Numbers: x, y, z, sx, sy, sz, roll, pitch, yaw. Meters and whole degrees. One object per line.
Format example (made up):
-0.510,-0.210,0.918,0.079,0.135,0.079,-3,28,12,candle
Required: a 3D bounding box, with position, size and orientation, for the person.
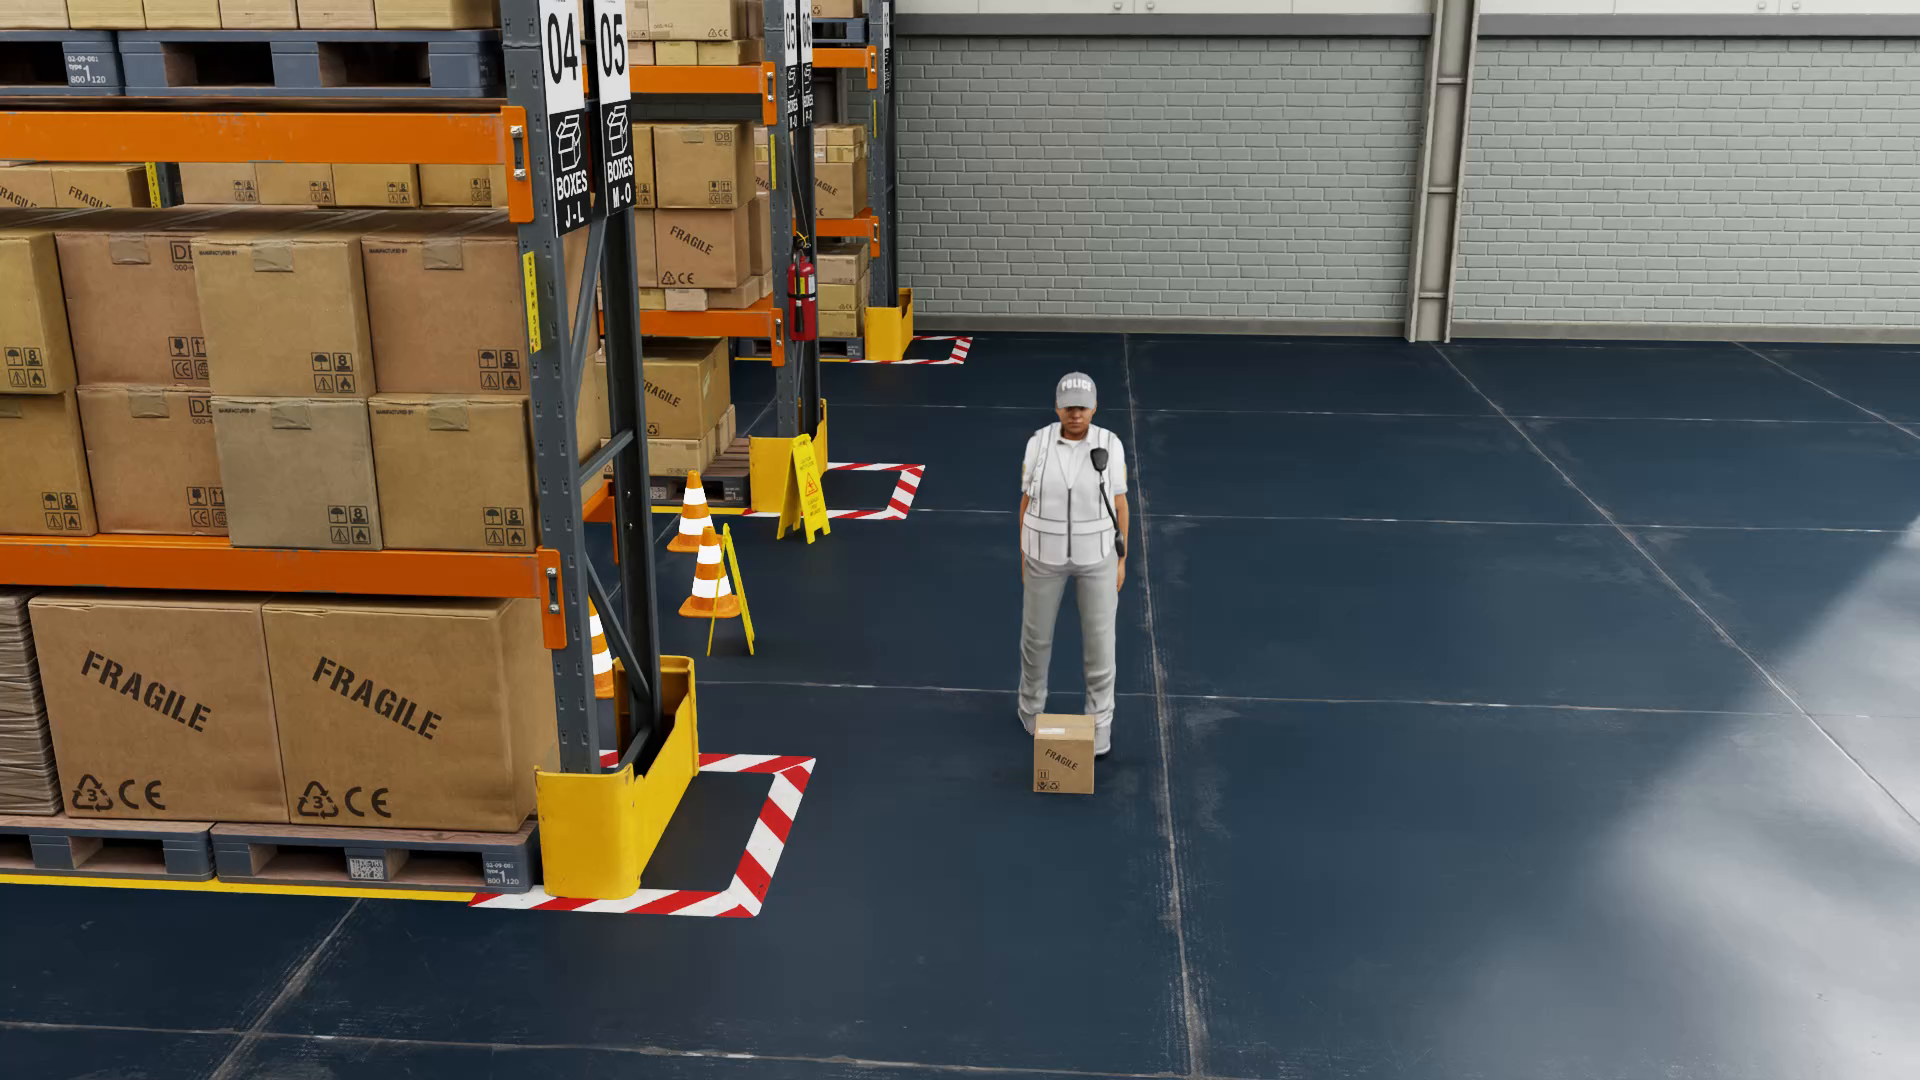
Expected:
0.494,0.107,7.257,0.472,1.687,0.412,2,18,6,person
